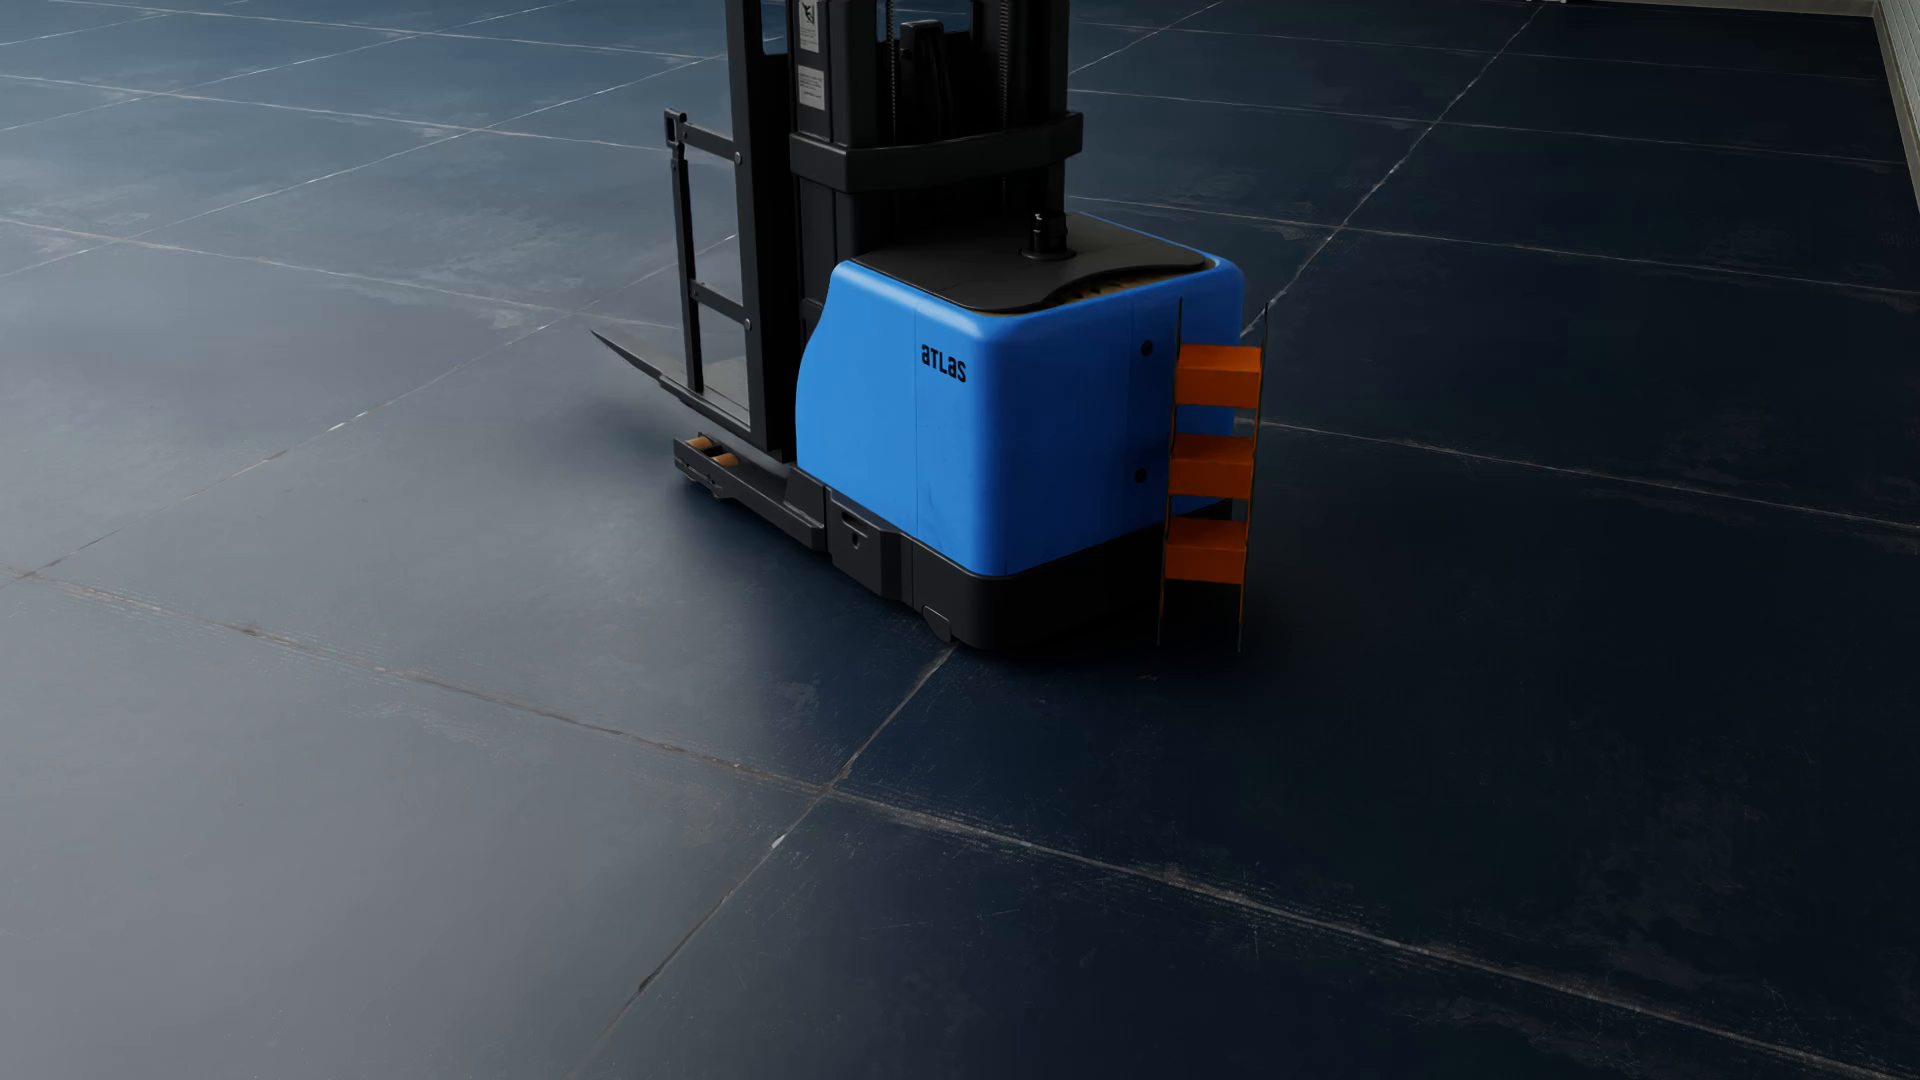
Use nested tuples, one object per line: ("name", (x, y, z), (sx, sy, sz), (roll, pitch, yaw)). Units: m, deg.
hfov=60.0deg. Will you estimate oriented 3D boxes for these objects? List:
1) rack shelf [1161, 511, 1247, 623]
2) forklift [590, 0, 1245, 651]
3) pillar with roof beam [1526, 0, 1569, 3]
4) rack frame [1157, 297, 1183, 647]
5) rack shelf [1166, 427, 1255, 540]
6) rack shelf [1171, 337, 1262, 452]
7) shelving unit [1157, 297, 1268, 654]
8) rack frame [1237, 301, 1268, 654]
("rack shelf", (0.742, 0.080, 5.050), (0.240, 0.259, 0.215), (4, 27, 9))
("forklift", (-0.405, -1.577, 5.636), (1.130, 2.935, 3.031), (-18, 32, -33))
("pillar with roof beam", (4.200, -7.803, 11.412), (0.400, 9.000, 9.100), (11, 28, 22))
("rack frame", (0.622, -0.187, 4.940), (0.008, 1.050, 0.200), (4, 27, 9))
("rack shelf", (0.742, -0.169, 4.926), (0.240, 0.259, 0.215), (4, 27, 9))
("rack shelf", (0.742, -0.423, 4.800), (0.240, 0.259, 0.215), (4, 27, 9))
("shelving unit", (0.742, -0.178, 4.922), (0.252, 1.050, 0.215), (4, 27, 9))
("rack frame", (0.862, -0.169, 4.903), (0.008, 1.050, 0.200), (4, 27, 9))
